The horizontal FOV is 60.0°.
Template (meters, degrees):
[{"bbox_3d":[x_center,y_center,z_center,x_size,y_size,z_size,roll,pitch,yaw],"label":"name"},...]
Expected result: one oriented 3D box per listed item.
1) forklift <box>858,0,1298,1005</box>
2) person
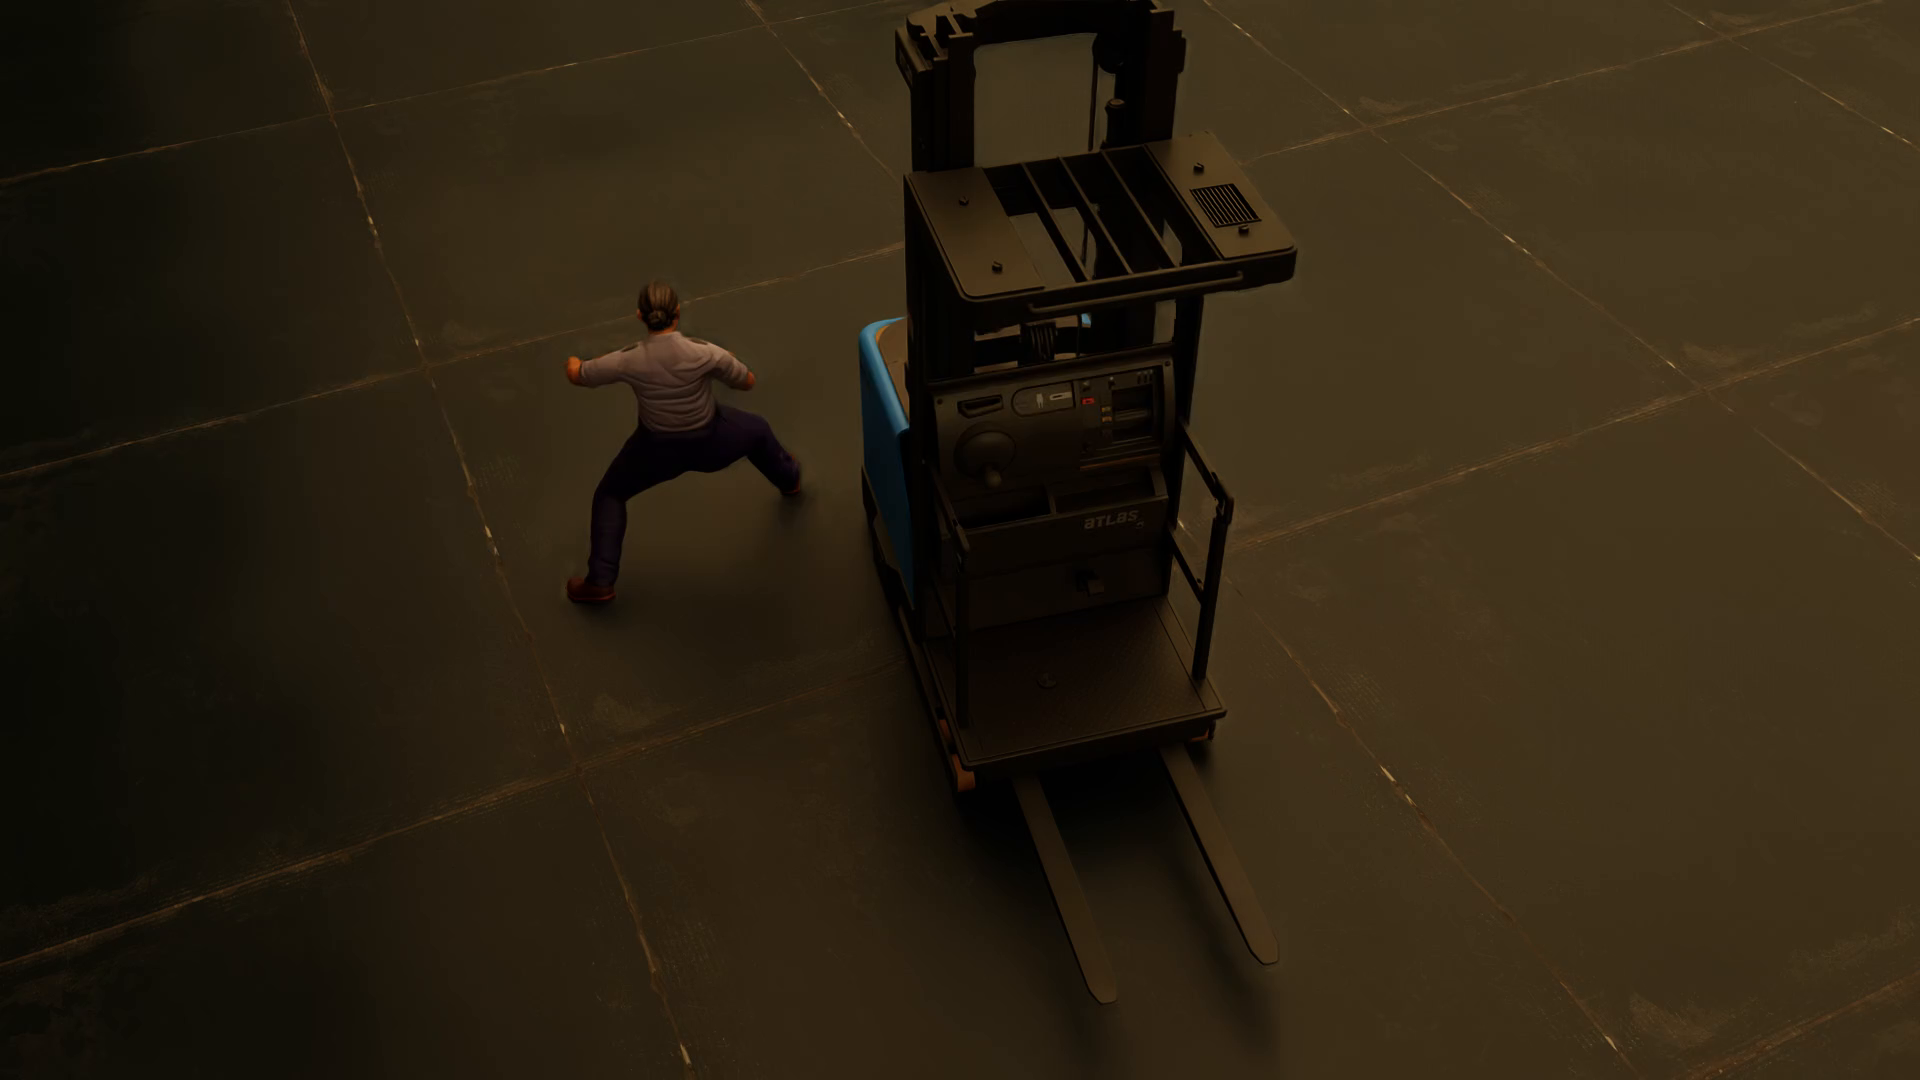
[{"bbox_3d":[0.416,-0.351,6.056,1.130,2.935,3.031,-10,44,-11],"label":"forklift"},{"bbox_3d":[-1.284,-0.553,7.366,1.107,1.477,0.959,-5,43,-6],"label":"person"}]
